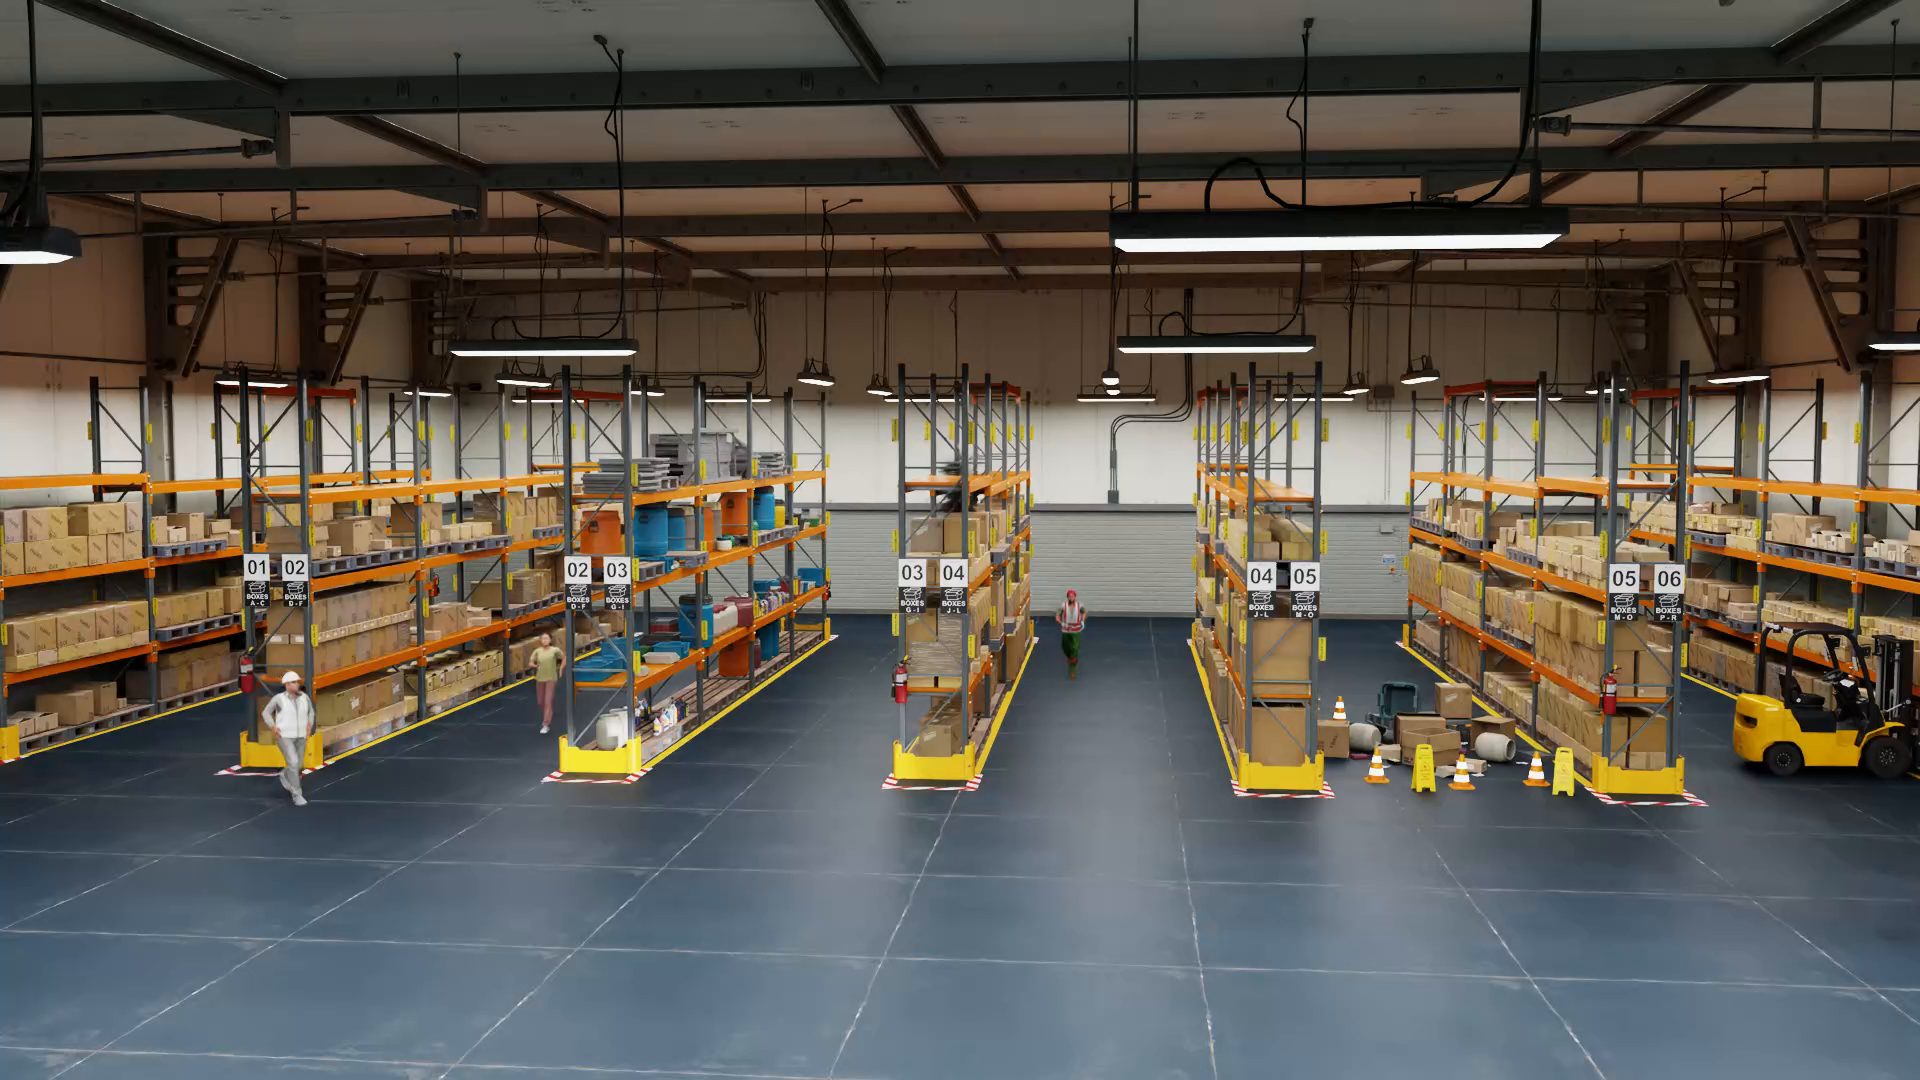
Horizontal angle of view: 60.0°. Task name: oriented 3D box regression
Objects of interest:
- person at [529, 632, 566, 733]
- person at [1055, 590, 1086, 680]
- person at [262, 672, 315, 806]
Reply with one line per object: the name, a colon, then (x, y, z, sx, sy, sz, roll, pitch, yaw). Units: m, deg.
person: (-6.935, 2.361, 27.916, 0.579, 1.641, 0.963, 0, 4, 1)
person: (2.277, 1.914, 34.369, 0.624, 1.784, 1.167, 1, 4, 8)
person: (-9.118, 2.681, 22.684, 0.907, 1.787, 0.676, 3, 5, 41)
